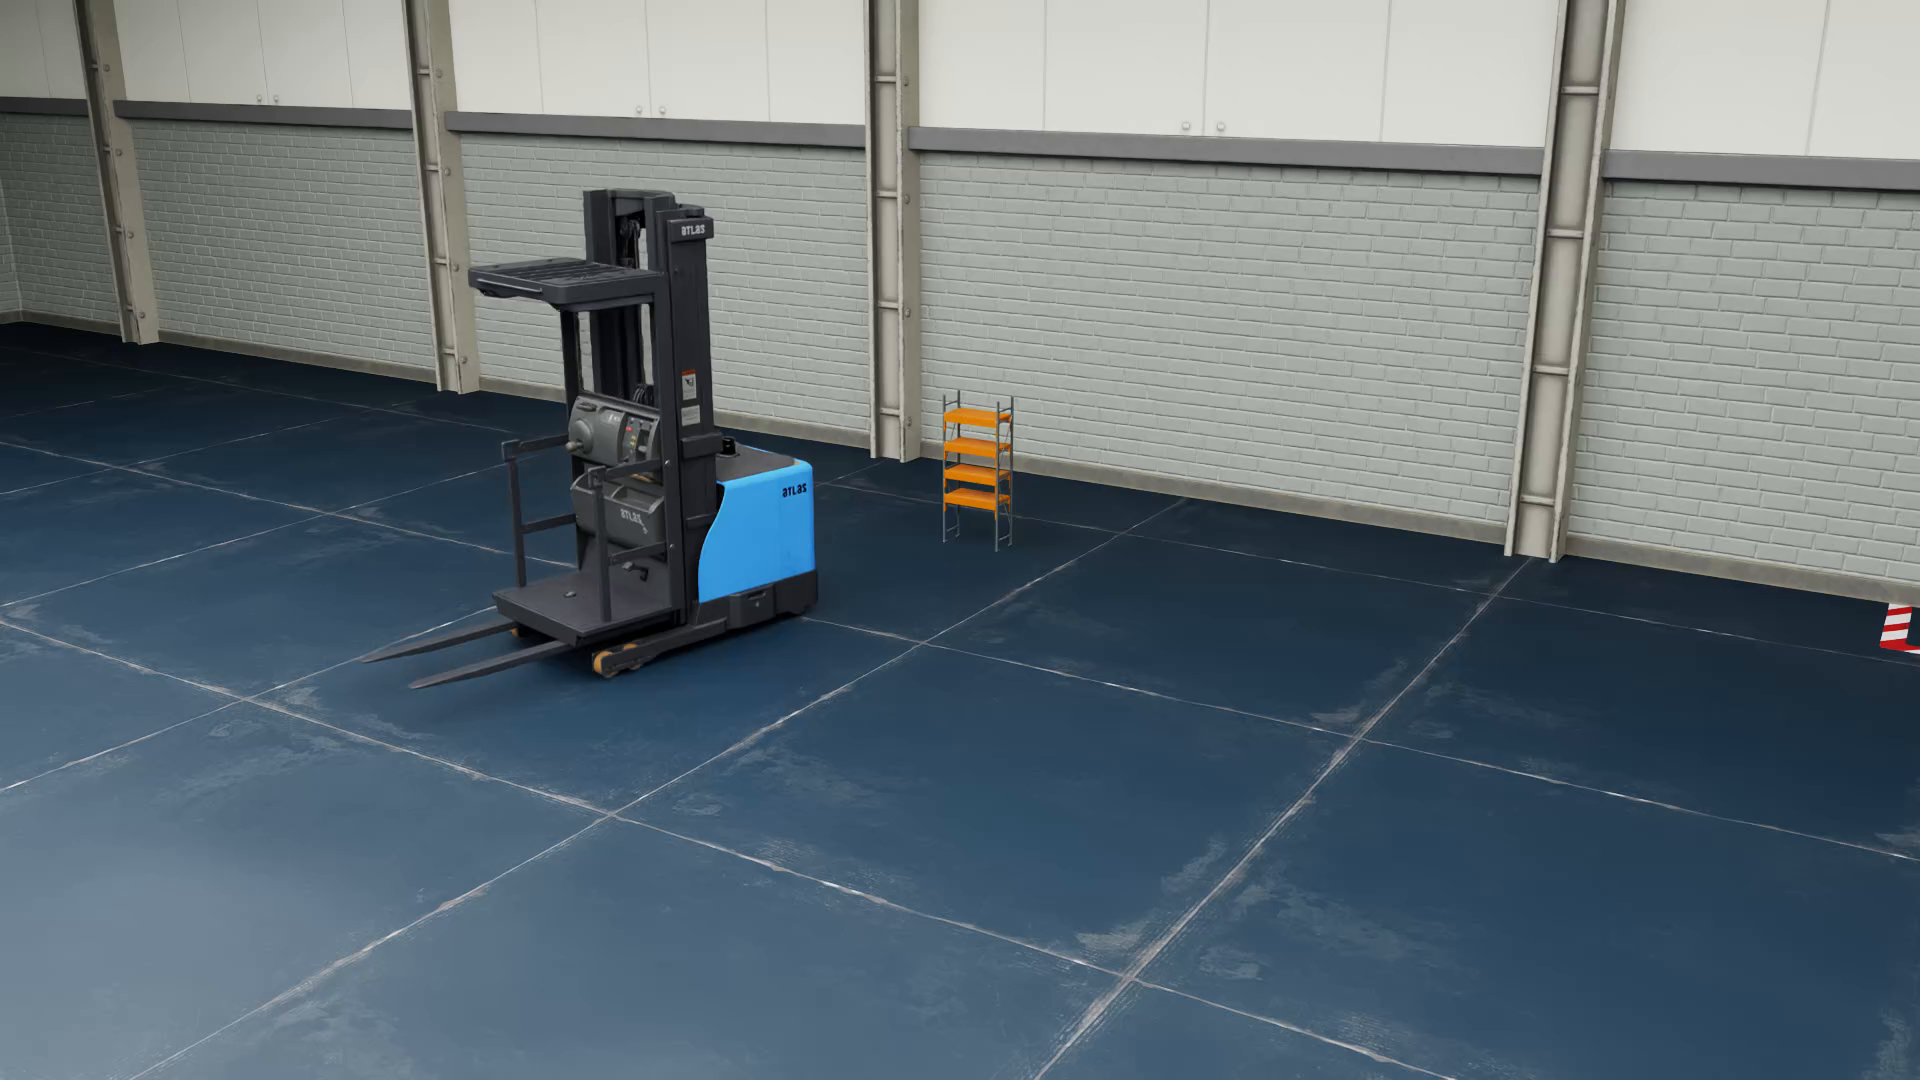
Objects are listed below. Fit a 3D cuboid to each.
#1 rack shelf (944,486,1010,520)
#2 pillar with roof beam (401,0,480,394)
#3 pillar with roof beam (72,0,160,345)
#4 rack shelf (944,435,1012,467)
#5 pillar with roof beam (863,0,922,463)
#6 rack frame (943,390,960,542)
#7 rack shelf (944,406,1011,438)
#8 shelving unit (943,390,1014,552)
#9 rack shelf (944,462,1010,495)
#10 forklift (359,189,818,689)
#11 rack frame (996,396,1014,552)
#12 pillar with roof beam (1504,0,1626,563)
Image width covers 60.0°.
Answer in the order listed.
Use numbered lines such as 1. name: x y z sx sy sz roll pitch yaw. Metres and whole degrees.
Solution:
1. rack shelf: 0.141 -0.295 13.201 0.480 0.148 0.258 10 20 30
2. pillar with roof beam: -7.980 -4.955 14.212 0.400 9.000 9.100 10 20 30
3. pillar with roof beam: -13.093 -5.868 17.216 0.400 9.000 9.100 10 20 30
4. rack shelf: 0.141 -0.699 13.078 0.480 0.148 0.258 10 20 30
5. pillar with roof beam: -2.868 -4.043 11.207 0.400 9.000 9.100 10 20 30
6. rack frame: -0.067 -0.586 13.246 0.015 1.200 0.240 10 20 30
7. rack shelf: 0.141 -0.925 13.010 0.480 0.148 0.258 10 20 30
8. shelving unit: 0.141 -0.549 13.124 0.503 1.200 0.258 10 20 30
9. rack shelf: 0.141 -0.485 13.143 0.480 0.148 0.258 10 20 30
10. forklift: -2.390 -0.701 10.645 1.130 2.935 3.031 16 23 42
11. rack frame: 0.349 -0.512 13.002 0.015 1.200 0.240 10 20 30
12. pillar with roof beam: 2.245 -3.130 8.203 0.400 9.000 9.100 10 20 30
